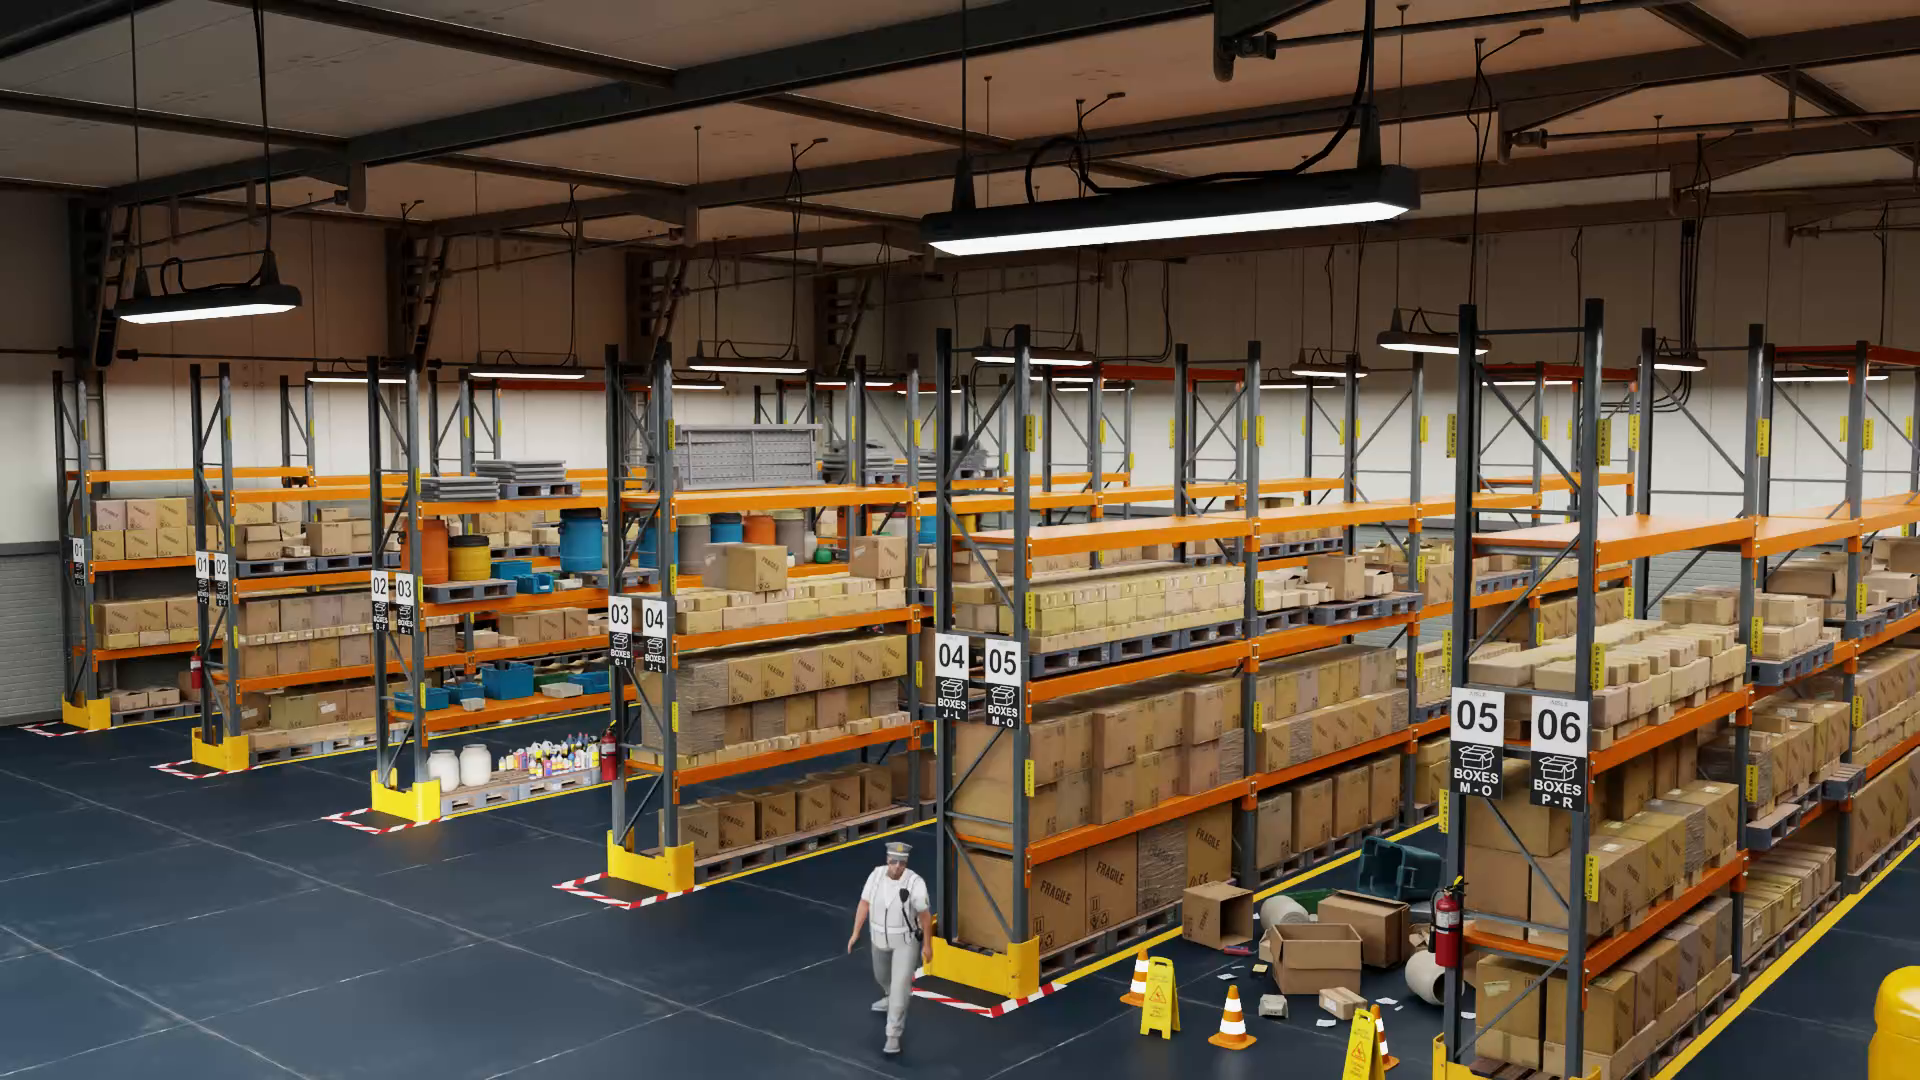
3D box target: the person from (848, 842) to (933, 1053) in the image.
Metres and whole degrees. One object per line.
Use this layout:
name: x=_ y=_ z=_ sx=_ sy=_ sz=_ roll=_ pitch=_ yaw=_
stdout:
person: x=-0.546 y=3.299 z=13.887 sx=0.673 sy=1.695 sz=1.007 roll=1 pitch=4 yaw=18

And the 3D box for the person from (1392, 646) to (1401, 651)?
person: x=6.955 y=2.455 z=26.263 sx=0.735 sy=1.601 sz=0.590 roll=-3 pitch=5 yaw=-34
